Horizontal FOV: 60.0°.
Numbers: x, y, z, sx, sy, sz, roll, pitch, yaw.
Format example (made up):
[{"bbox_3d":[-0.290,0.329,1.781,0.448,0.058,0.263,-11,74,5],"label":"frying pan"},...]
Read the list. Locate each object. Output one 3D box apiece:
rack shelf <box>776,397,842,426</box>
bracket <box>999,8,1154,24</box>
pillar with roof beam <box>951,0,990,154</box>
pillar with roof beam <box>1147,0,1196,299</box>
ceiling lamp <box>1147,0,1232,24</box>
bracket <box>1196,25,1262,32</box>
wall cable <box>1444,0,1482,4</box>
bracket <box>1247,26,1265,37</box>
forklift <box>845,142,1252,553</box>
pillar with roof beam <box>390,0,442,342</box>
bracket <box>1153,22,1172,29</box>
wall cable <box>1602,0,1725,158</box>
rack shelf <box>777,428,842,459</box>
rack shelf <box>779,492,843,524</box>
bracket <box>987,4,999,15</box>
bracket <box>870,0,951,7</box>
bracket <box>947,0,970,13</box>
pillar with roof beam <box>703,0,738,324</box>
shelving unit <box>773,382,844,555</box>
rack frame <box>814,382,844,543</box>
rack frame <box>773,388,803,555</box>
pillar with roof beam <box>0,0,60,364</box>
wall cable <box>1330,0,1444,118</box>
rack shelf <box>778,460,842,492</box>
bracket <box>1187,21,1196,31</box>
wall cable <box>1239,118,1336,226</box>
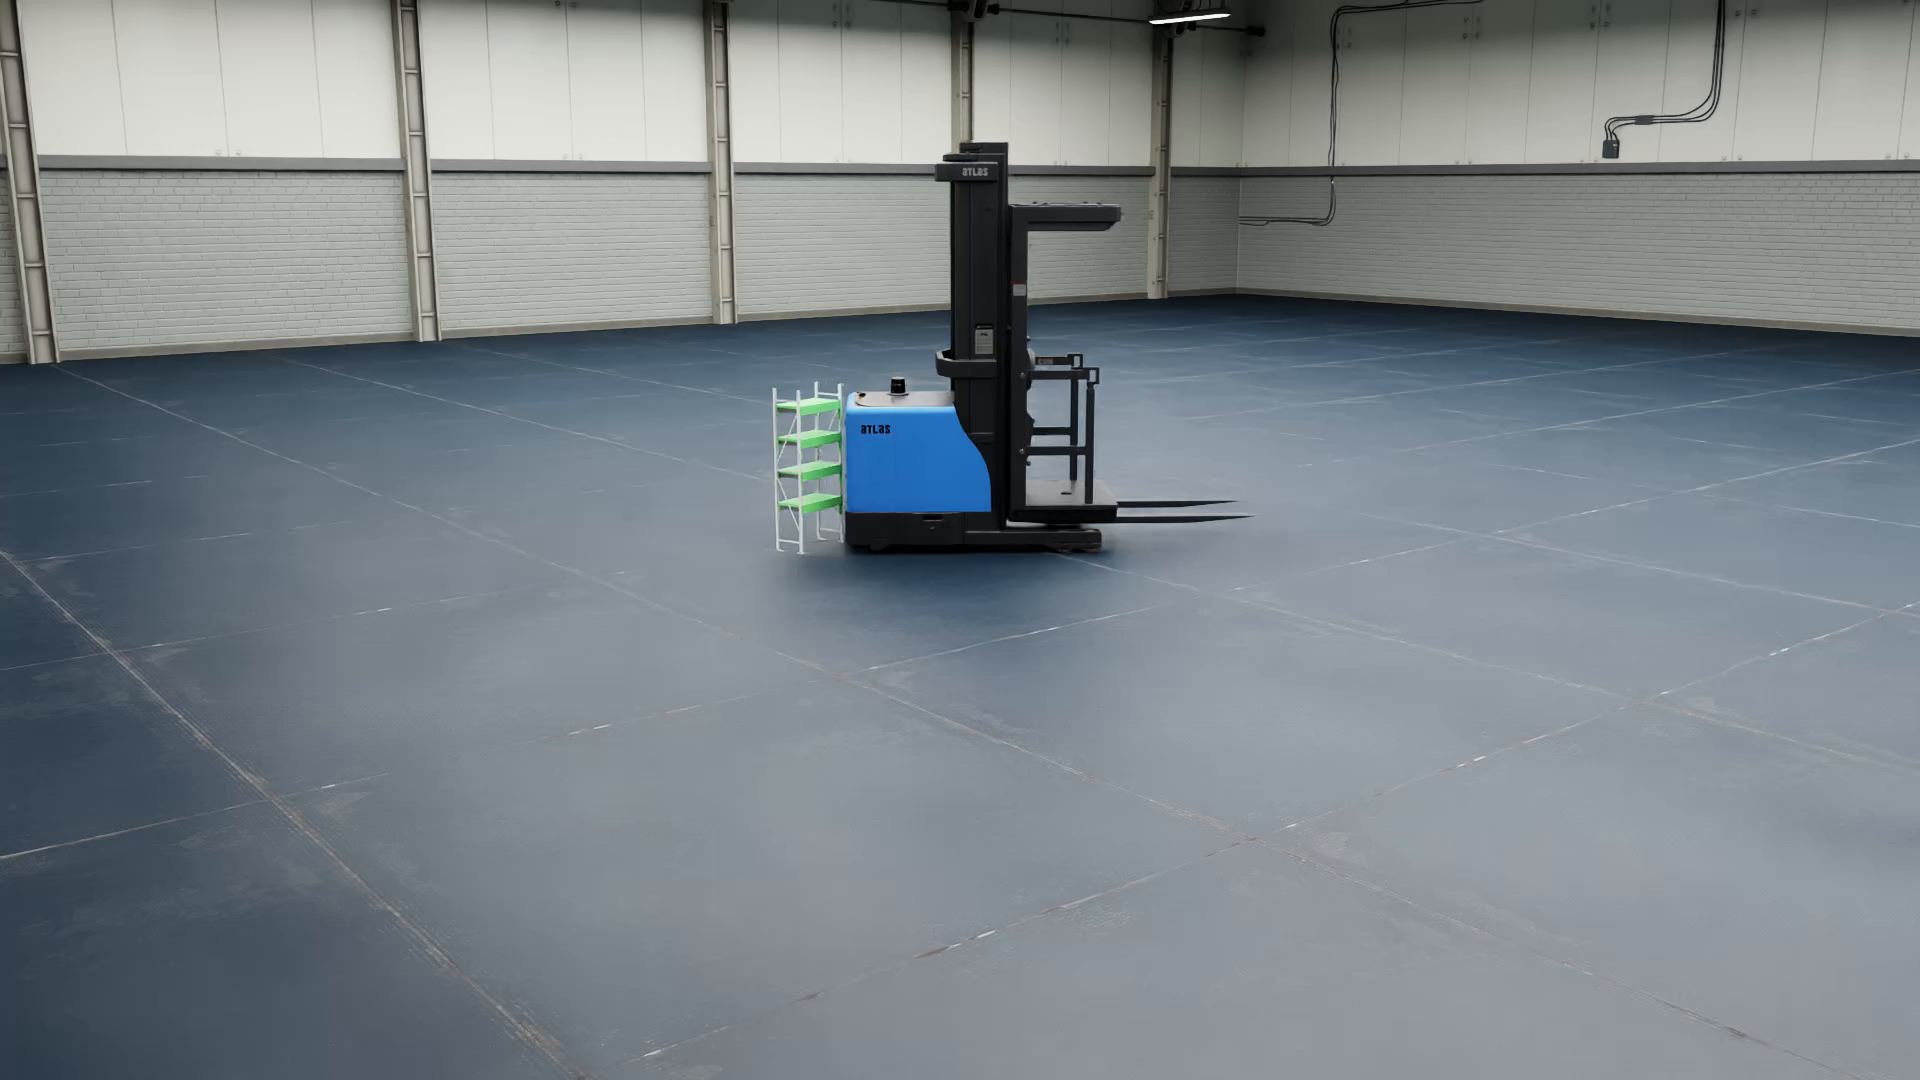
[{"bbox_3d":[-1.116,-0.945,12.186,0.258,0.148,0.480,8,14,32],"label":"rack shelf"},{"bbox_3d":[2.633,-11.543,36.659,4.783,0.066,0.076,-9,15,-38],"label":"bracket"},{"bbox_3d":[2.751,-8.751,32.177,0.548,9.000,9.100,-9,15,-38],"label":"pillar with roof beam"},{"bbox_3d":[7.437,-9.530,35.844,0.548,9.000,9.100,-9,15,-38],"label":"pillar with roof beam"},{"bbox_3d":[4.697,-11.812,32.536,0.800,3.185,2.000,-9,15,-38],"label":"ceiling lamp"},{"bbox_3d":[6.682,-12.216,39.828,3.189,0.066,0.076,-9,15,-38],"label":"bracket"},{"bbox_3d":[11.497,-12.632,34.817,0.112,2.526,3.097,-9,15,-38],"label":"wall cable"},{"bbox_3d":[7.144,-12.293,40.189,0.430,0.232,0.235,-9,15,-38],"label":"bracket"},{"bbox_3d":[0.652,-1.449,12.397,3.031,2.935,1.130,-1,12,-3],"label":"forklift"},{"bbox_3d":[-6.619,-7.194,24.844,0.400,9.000,9.100,-9,15,-38],"label":"pillar with roof beam"},{"bbox_3d":[4.645,-11.877,38.233,0.430,0.232,0.235,-9,15,-38],"label":"bracket"},{"bbox_3d":[13.792,-10.518,32.308,0.169,6.003,2.305,-9,15,-38],"label":"wall cable"},{"bbox_3d":[-1.116,-0.710,12.236,0.258,0.148,0.480,8,14,32],"label":"rack shelf"},{"bbox_3d":[-1.116,-0.240,12.335,0.258,0.148,0.480,8,14,32],"label":"rack shelf"},{"bbox_3d":[0.608,-11.207,35.074,0.430,0.232,0.235,-9,15,-38],"label":"bracket"},{"bbox_3d":[-2.052,-10.764,32.992,4.783,0.066,0.076,-9,15,-38],"label":"bracket"},{"bbox_3d":[-0.040,-11.099,34.567,0.430,0.232,0.235,-9,15,-38],"label":"bracket"},{"bbox_3d":[-1.934,-7.973,28.511,0.548,9.000,9.100,-9,15,-38],"label":"pillar with roof beam"},{"bbox_3d":[-1.116,-0.538,12.272,0.258,1.200,0.503,8,14,32],"label":"shelving unit"},{"bbox_3d":[-0.982,-0.580,12.472,0.240,1.200,0.015,8,14,32],"label":"rack frame"},{"bbox_3d":[-1.249,-0.495,12.073,0.240,1.200,0.015,8,14,32],"label":"rack frame"},{"bbox_3d":[-11.304,-6.416,21.178,0.400,9.000,9.100,-9,15,-38],"label":"pillar with roof beam"},{"bbox_3d":[9.564,-10.909,37.654,0.112,2.526,3.097,-9,15,-38],"label":"wall cable"},{"bbox_3d":[-1.116,-0.475,12.286,0.258,0.148,0.480,8,14,32],"label":"rack shelf"},{"bbox_3d":[5.293,-11.985,38.740,0.430,0.232,0.235,-9,15,-38],"label":"bracket"},{"bbox_3d":[7.874,-8.877,40.245,0.112,2.526,3.097,-9,15,-38],"label":"wall cable"}]
